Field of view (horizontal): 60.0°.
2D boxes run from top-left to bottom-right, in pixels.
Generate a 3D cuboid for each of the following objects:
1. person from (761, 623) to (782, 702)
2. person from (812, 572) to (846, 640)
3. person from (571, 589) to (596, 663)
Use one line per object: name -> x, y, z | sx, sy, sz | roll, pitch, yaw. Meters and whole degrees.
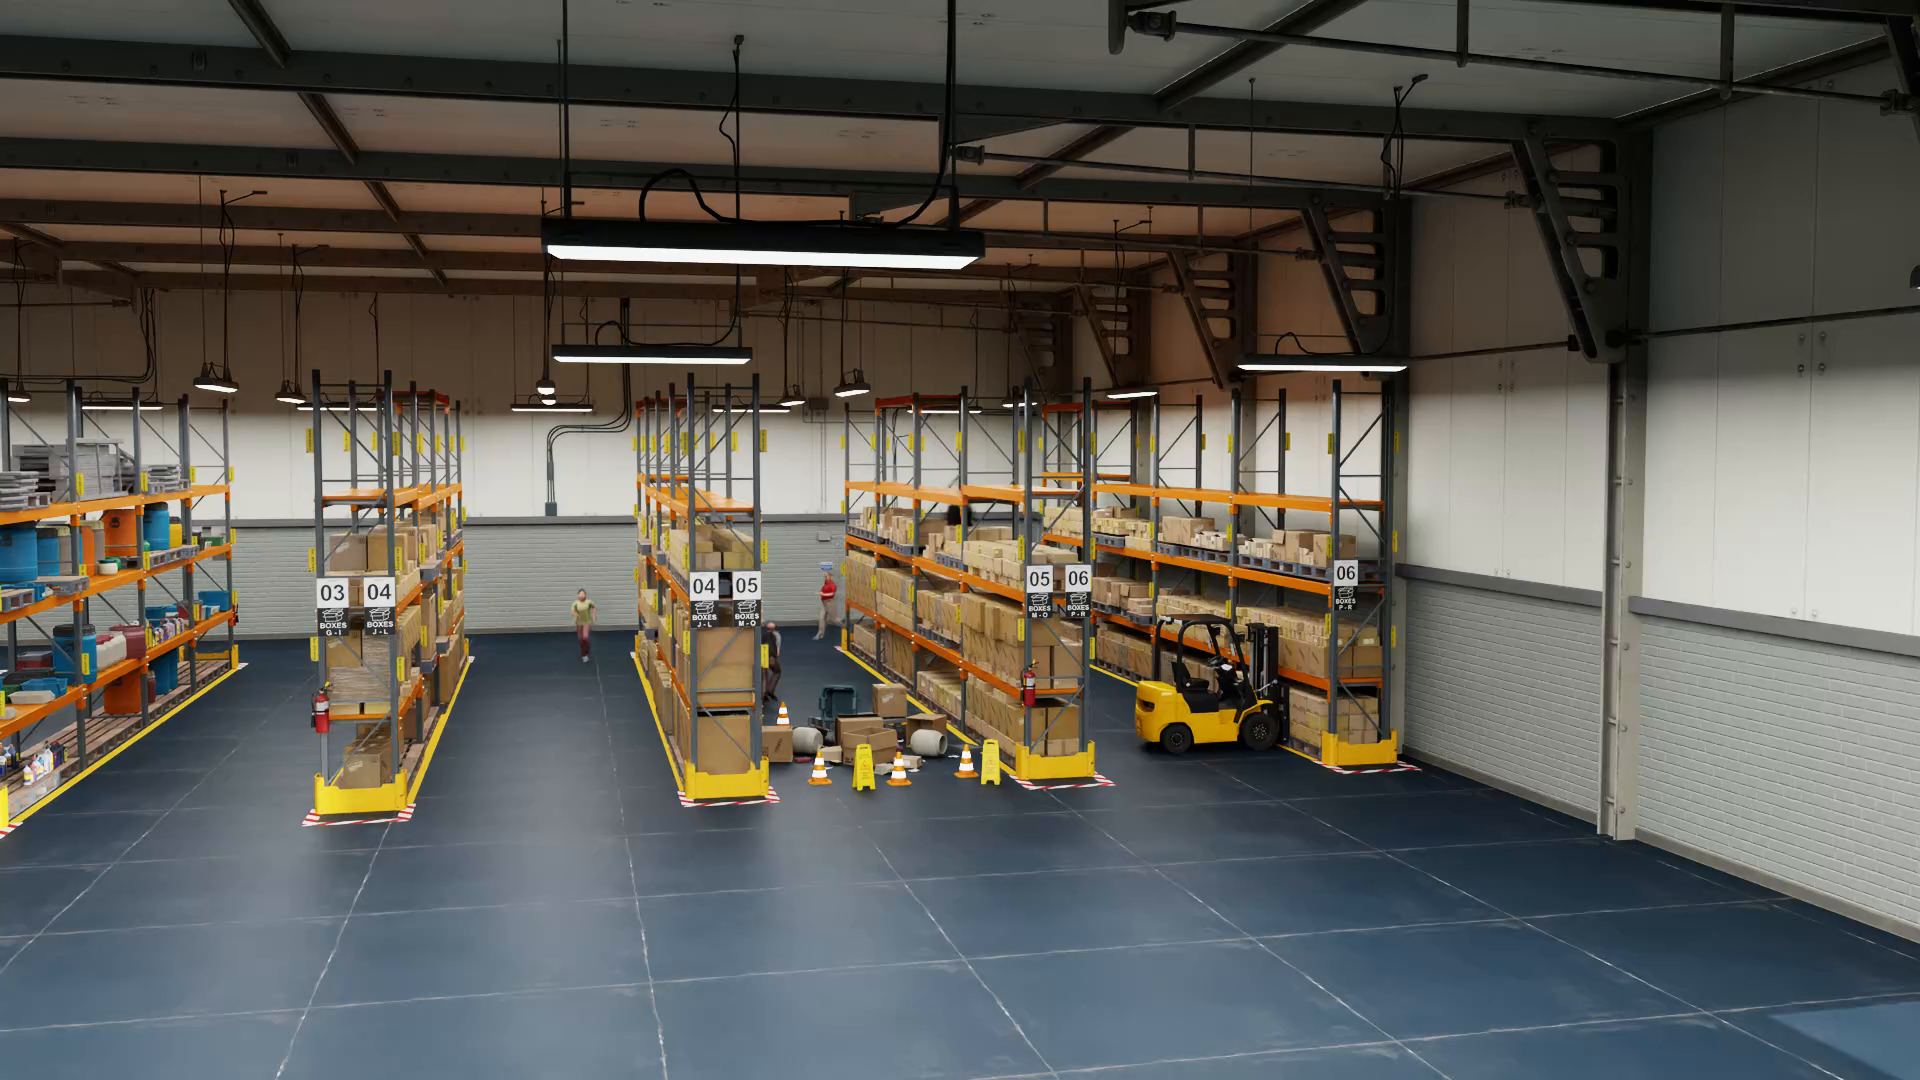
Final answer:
person -> -3.764, 2.397, 32.352 | 0.633, 1.501, 1.157 | 1, 3, 10
person -> -3.309, 1.668, 42.381 | 0.989, 1.719, 0.677 | -2, 4, -26
person -> -8.658, 1.965, 38.198 | 0.525, 1.691, 0.780 | 0, 3, -2
